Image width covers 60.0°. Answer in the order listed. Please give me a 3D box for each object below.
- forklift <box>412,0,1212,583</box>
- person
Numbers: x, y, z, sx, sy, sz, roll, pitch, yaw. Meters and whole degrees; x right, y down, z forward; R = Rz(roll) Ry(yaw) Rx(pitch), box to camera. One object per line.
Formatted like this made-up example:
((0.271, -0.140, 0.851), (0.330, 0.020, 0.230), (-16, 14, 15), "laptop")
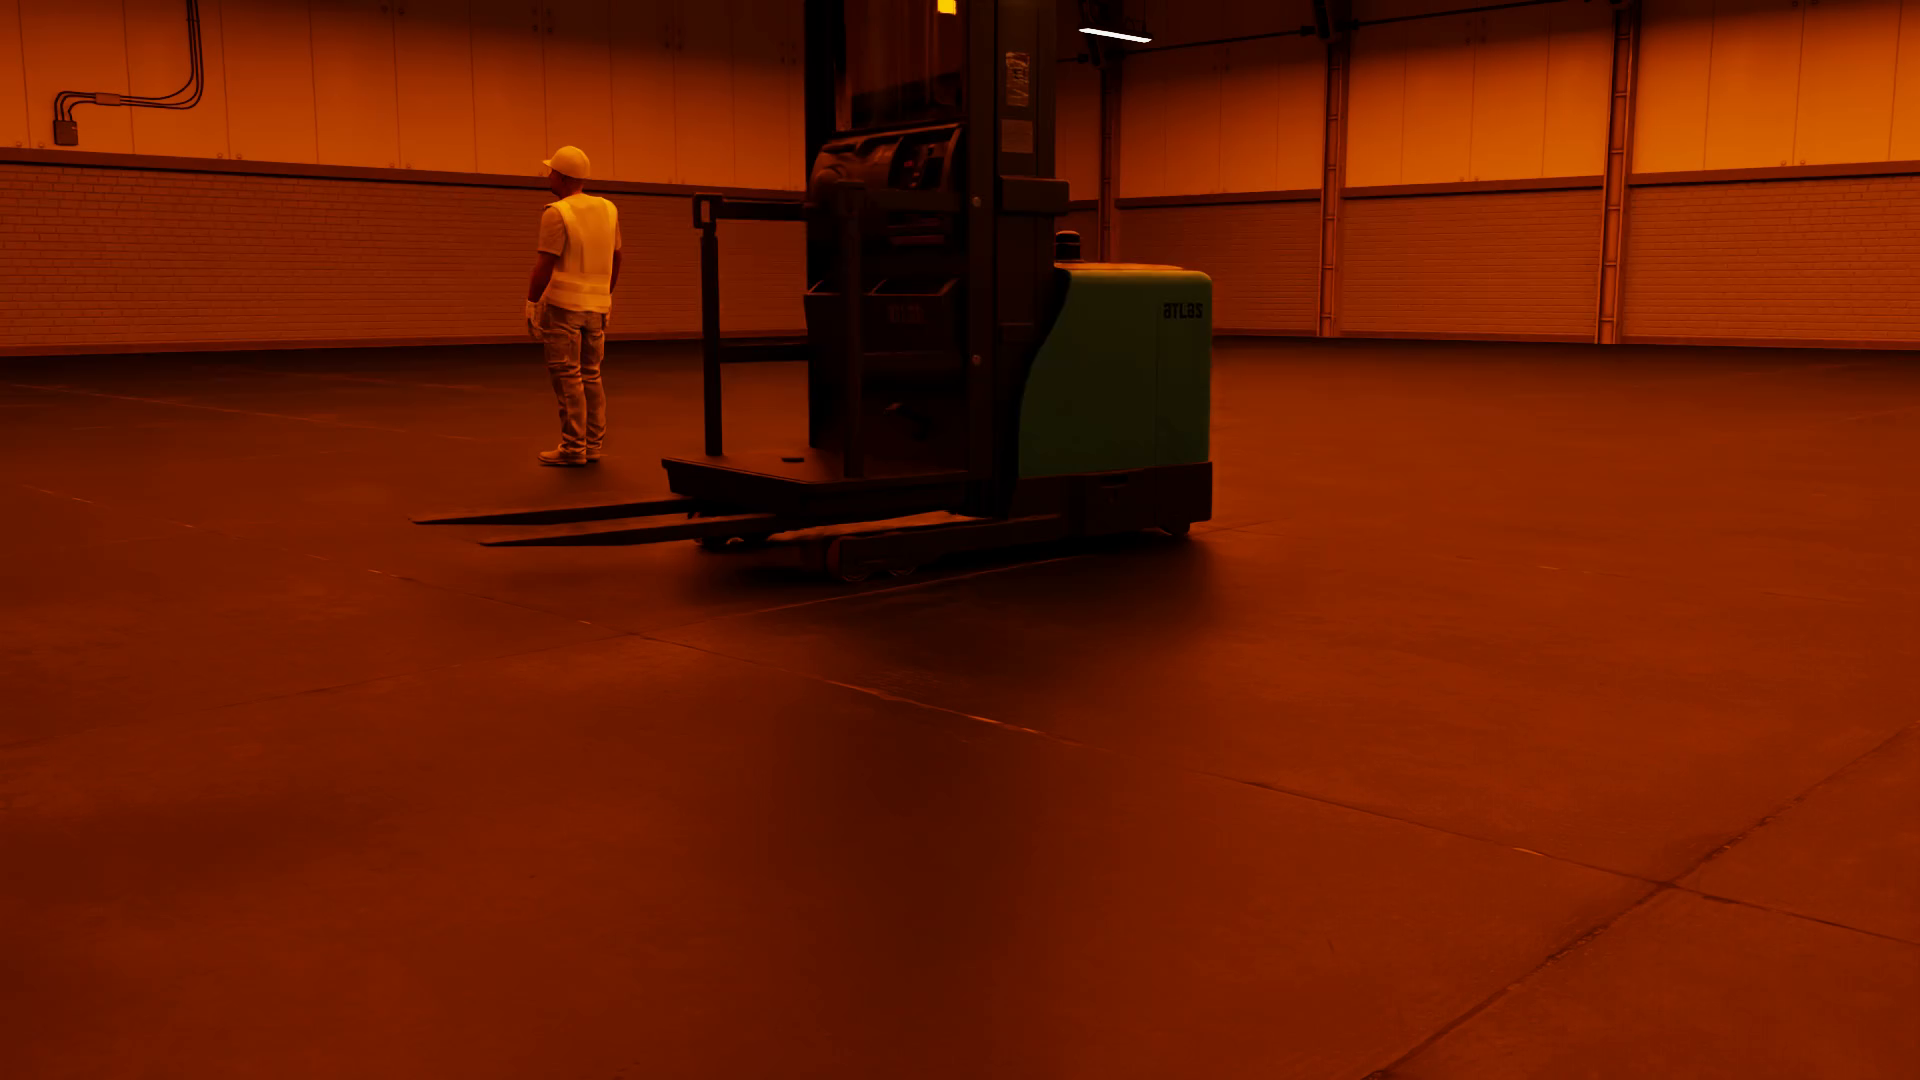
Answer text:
((-0.454, -1.390, 6.104), (3.031, 2.935, 1.130), (-6, 11, -37), "forklift")
((-2.255, -1.323, 9.468), (0.577, 1.782, 0.655), (5, 10, 31), "person")
